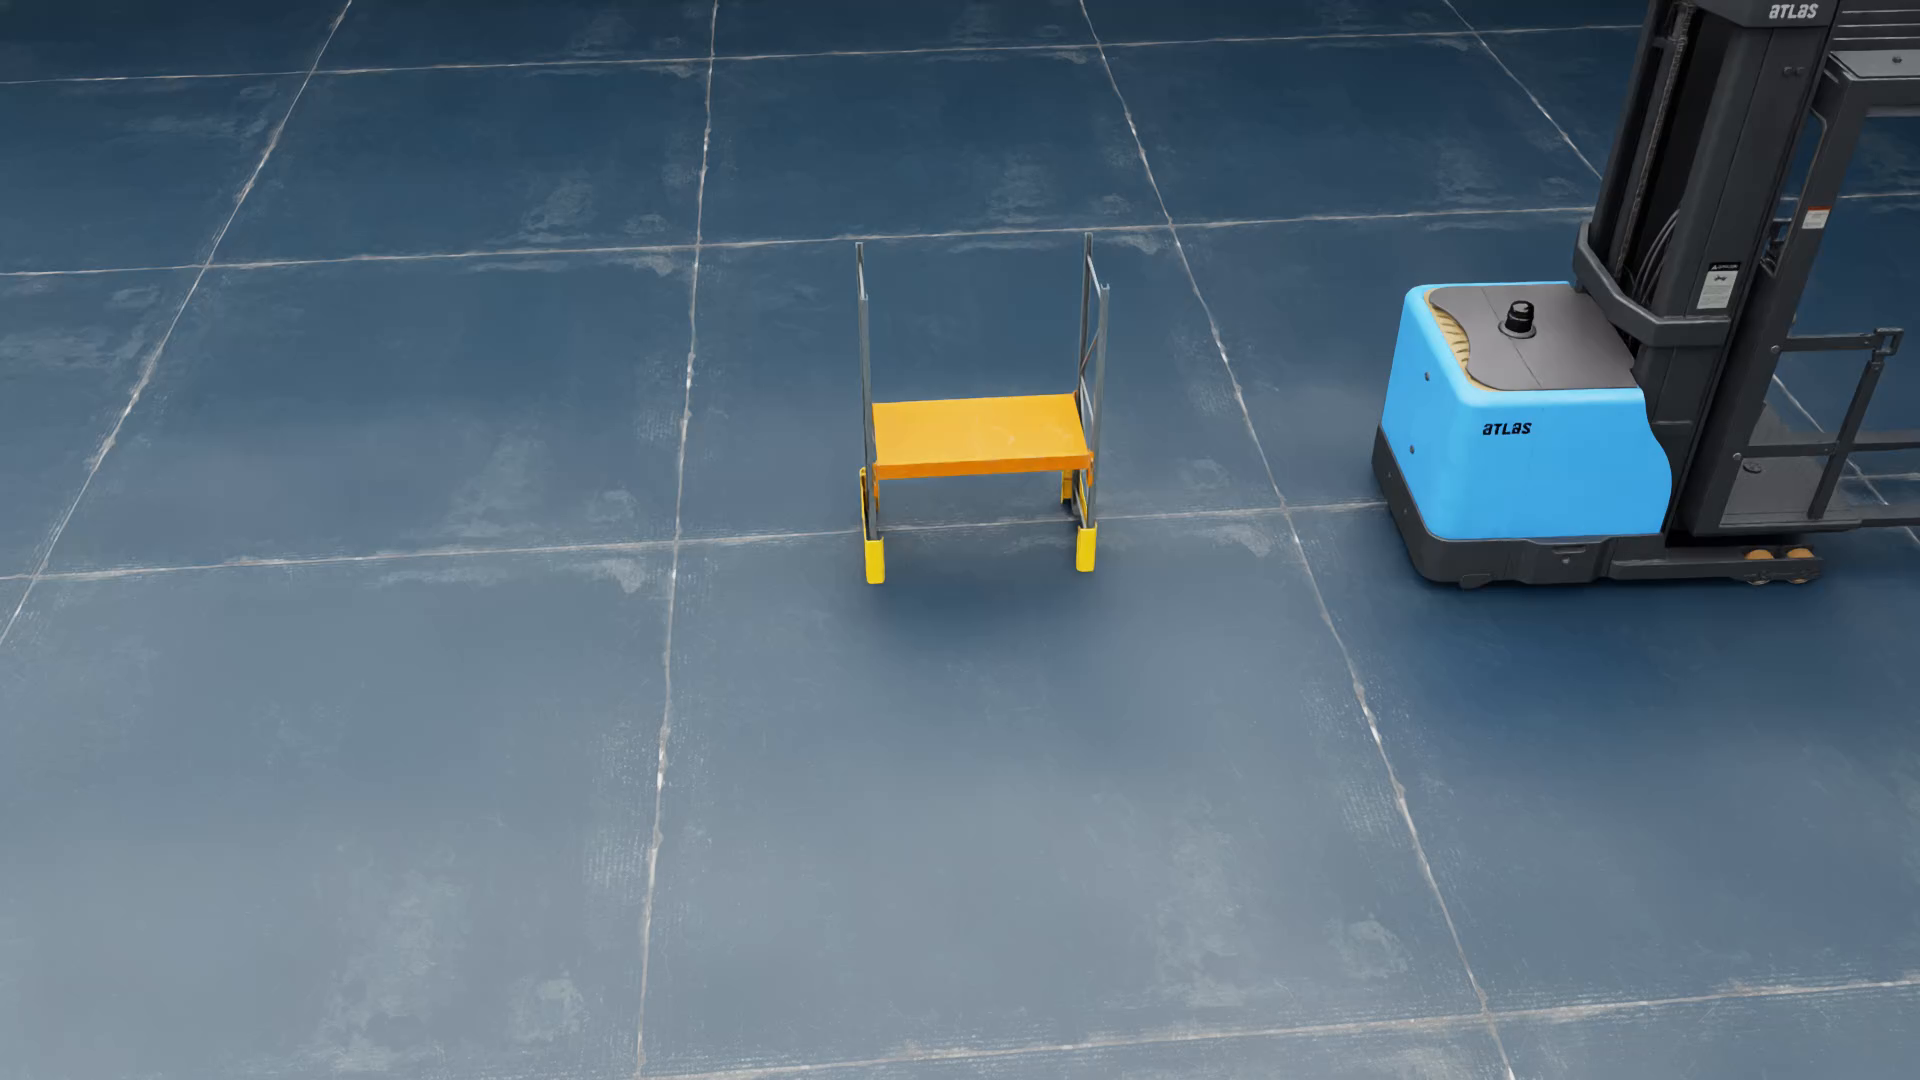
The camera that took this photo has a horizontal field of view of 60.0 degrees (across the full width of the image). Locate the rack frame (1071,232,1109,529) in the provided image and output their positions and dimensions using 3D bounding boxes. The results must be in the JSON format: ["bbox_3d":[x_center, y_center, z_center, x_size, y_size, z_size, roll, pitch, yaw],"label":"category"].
[{"bbox_3d":[0.591,-0.621,7.649,0.032,1.500,0.500,-3,38,-4],"label":"rack frame"}]

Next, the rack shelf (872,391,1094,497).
[{"bbox_3d":[0.085,-0.452,7.725,1.000,0.185,0.538,-3,38,-4],"label":"rack shelf"}]

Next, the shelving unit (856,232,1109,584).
[{"bbox_3d":[0.076,-0.593,7.613,1.083,1.500,0.587,-3,38,-4],"label":"shelving unit"}]

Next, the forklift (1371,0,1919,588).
[{"bbox_3d":[3.626,-1.269,7.314,3.031,2.935,1.130,-2,38,-2],"label":"forklift"}]

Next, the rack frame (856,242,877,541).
[{"bbox_3d":[-0.421,-0.566,7.578,0.032,1.500,0.500,-3,38,-4],"label":"rack frame"}]

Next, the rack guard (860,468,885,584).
[{"bbox_3d":[-0.420,-0.075,7.965,0.087,0.250,0.587,-3,38,-4],"label":"rack guard"}]

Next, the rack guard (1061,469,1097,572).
[{"bbox_3d":[0.572,-0.130,8.034,0.087,0.250,0.587,-3,38,-4],"label":"rack guard"}]
